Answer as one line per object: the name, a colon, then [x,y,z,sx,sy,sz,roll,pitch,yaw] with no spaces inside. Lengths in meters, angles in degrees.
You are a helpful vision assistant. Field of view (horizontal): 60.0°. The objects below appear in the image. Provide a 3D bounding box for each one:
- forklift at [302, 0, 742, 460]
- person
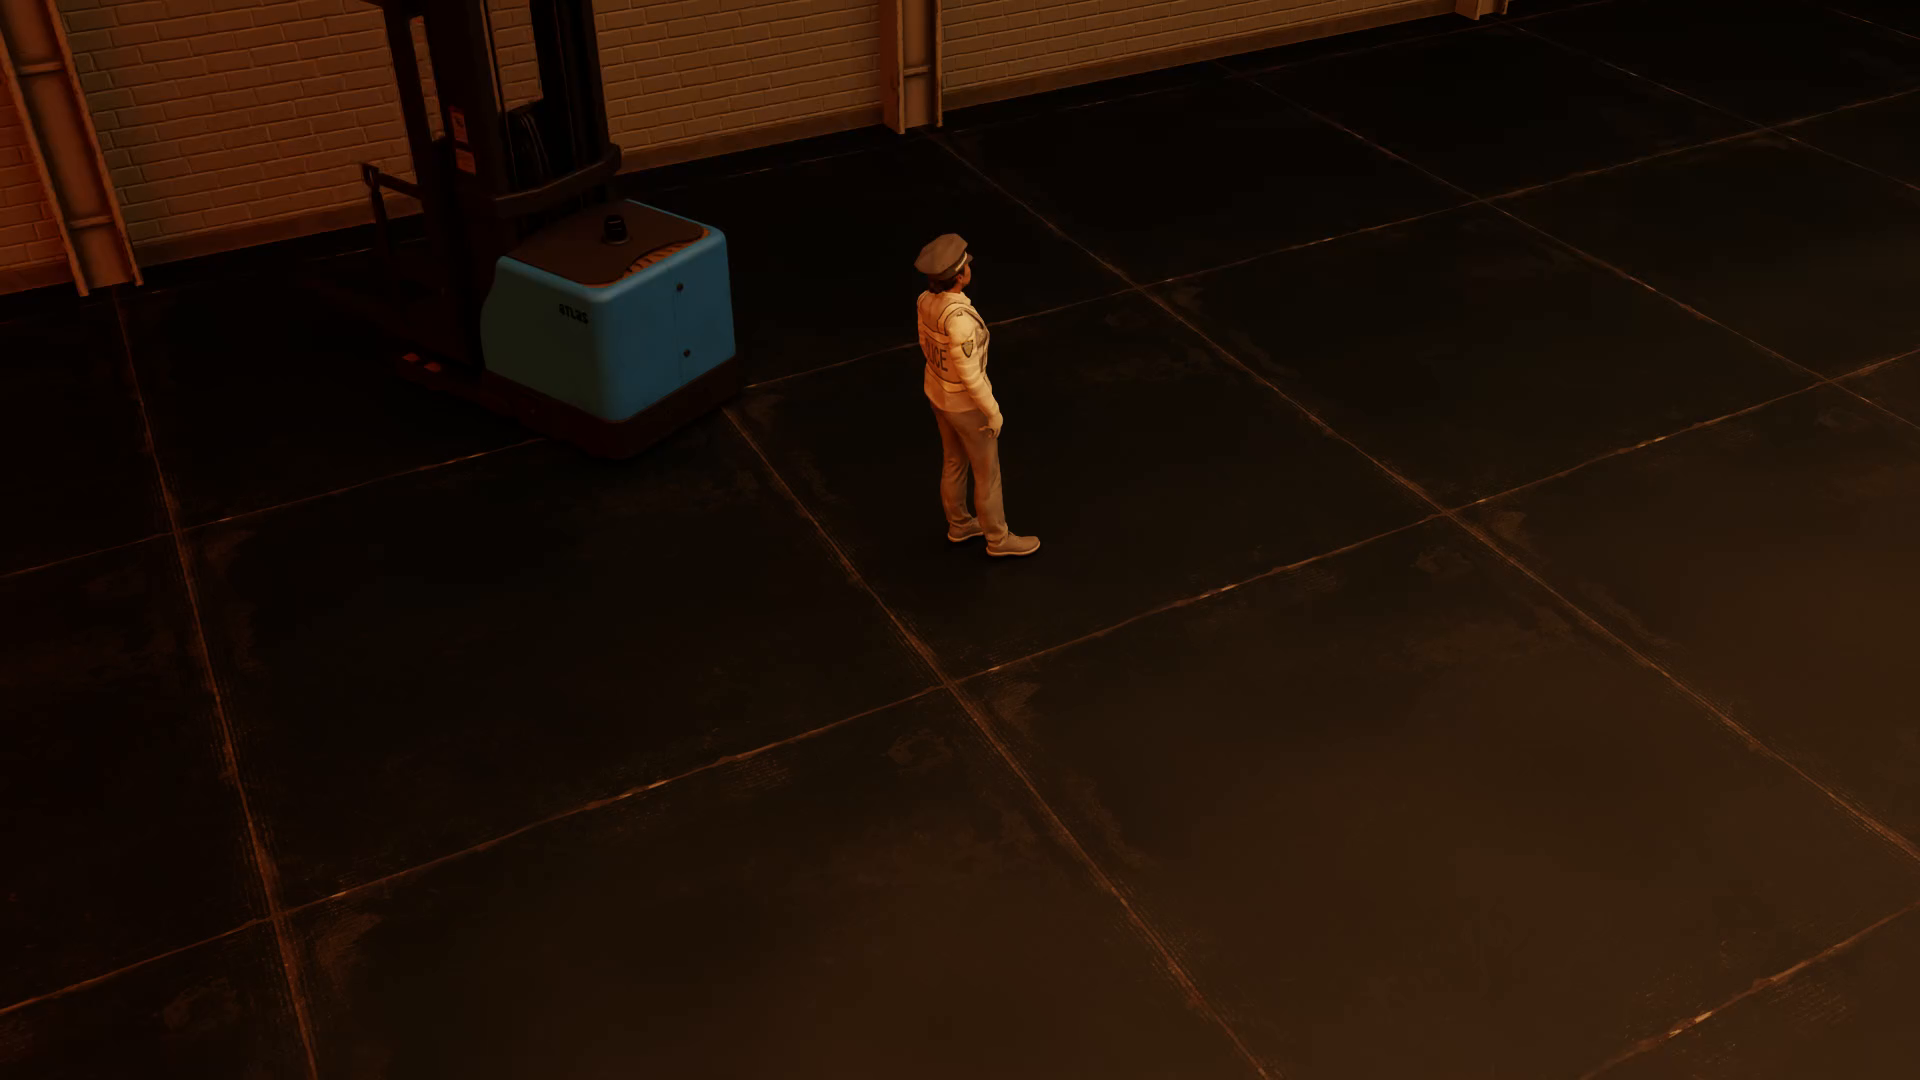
forklift: [-2.780,-2.311,9.393,3.031,2.935,1.130,23,41,28]
person: [0.063,-0.713,8.190,0.531,1.695,0.588,-17,39,-23]
